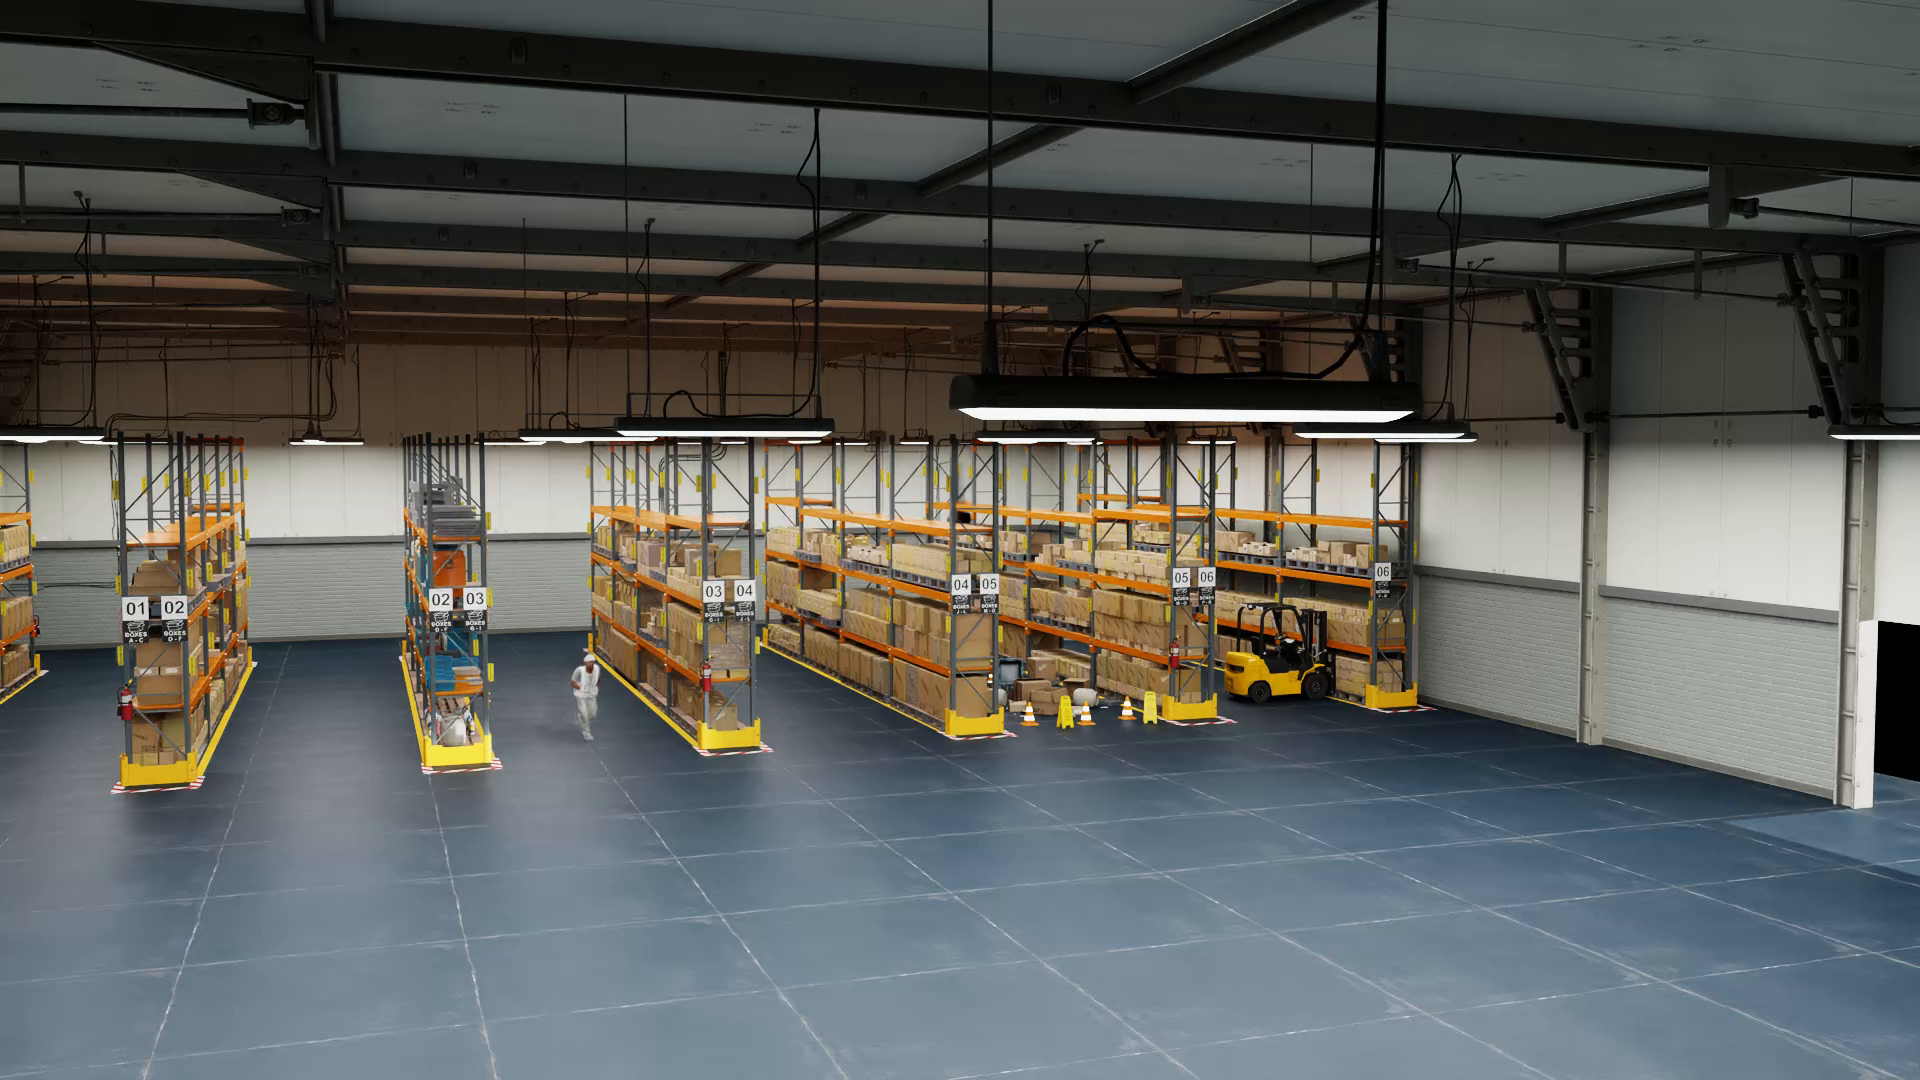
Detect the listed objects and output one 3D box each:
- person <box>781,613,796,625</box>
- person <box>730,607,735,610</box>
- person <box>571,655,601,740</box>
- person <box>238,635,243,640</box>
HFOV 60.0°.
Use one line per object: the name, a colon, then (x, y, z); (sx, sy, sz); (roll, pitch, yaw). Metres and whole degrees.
person: (-5.137, 2.100, 49.737); (0.936, 1.696, 0.710); (1, 3, 11)
person: (-6.719, 2.195, 48.135); (0.680, 1.748, 0.579); (0, 3, 8)
person: (-7.353, 3.075, 32.669); (0.675, 1.704, 0.762); (-2, 4, -34)
person: (-19.552, 2.411, 44.556); (0.547, 1.693, 0.686); (-1, 3, -10)
